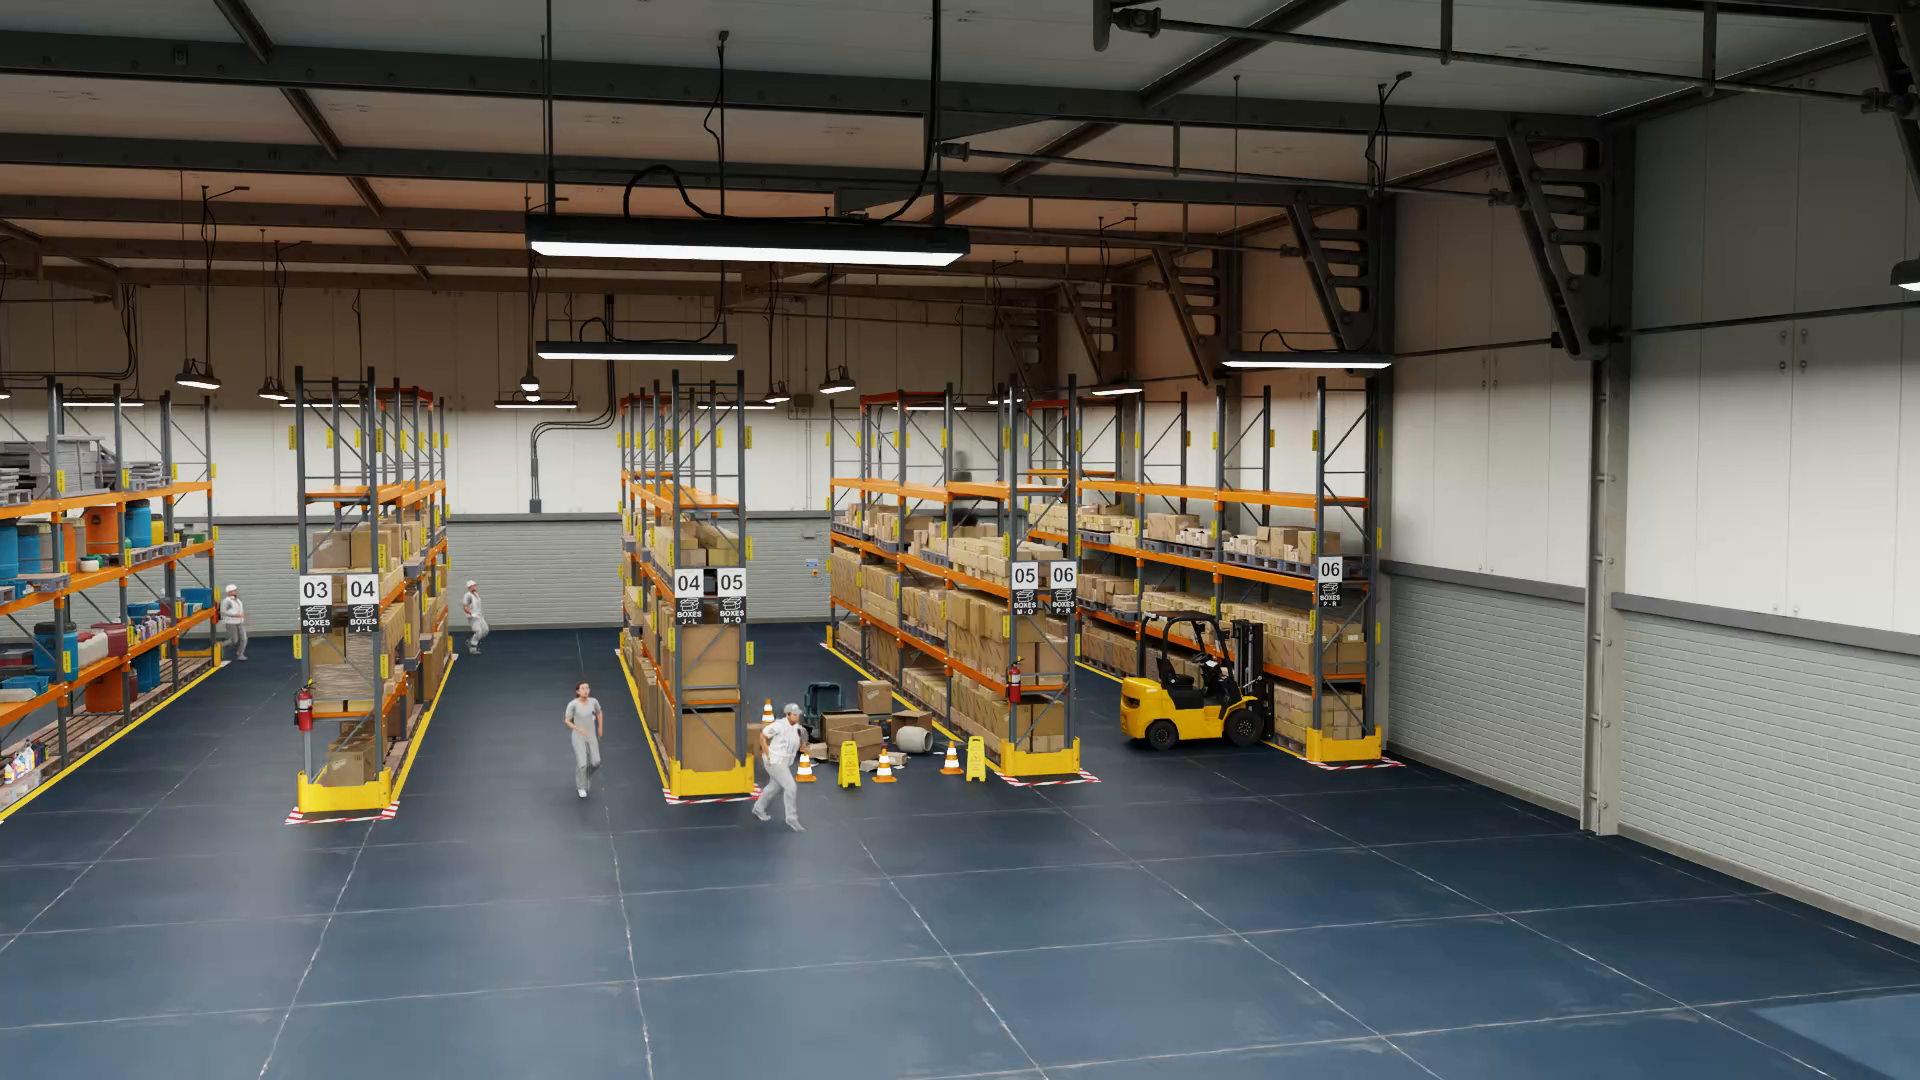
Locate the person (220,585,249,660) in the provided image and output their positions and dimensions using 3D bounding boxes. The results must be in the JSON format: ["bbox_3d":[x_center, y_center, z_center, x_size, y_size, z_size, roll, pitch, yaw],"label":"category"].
[{"bbox_3d":[-16.550,1.881,37.851,0.755,1.736,0.669,1,3,11],"label":"person"}]

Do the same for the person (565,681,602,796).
[{"bbox_3d":[-5.270,2.789,23.427,0.590,1.635,0.578,-2,4,-33],"label":"person"}]

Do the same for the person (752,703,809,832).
[{"bbox_3d":[-2.366,2.920,21.527,0.893,1.661,0.599,2,4,28],"label":"person"}]

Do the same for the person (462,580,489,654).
[{"bbox_3d":[-11.328,1.809,38.942,0.512,1.728,0.704,1,3,9],"label":"person"}]
